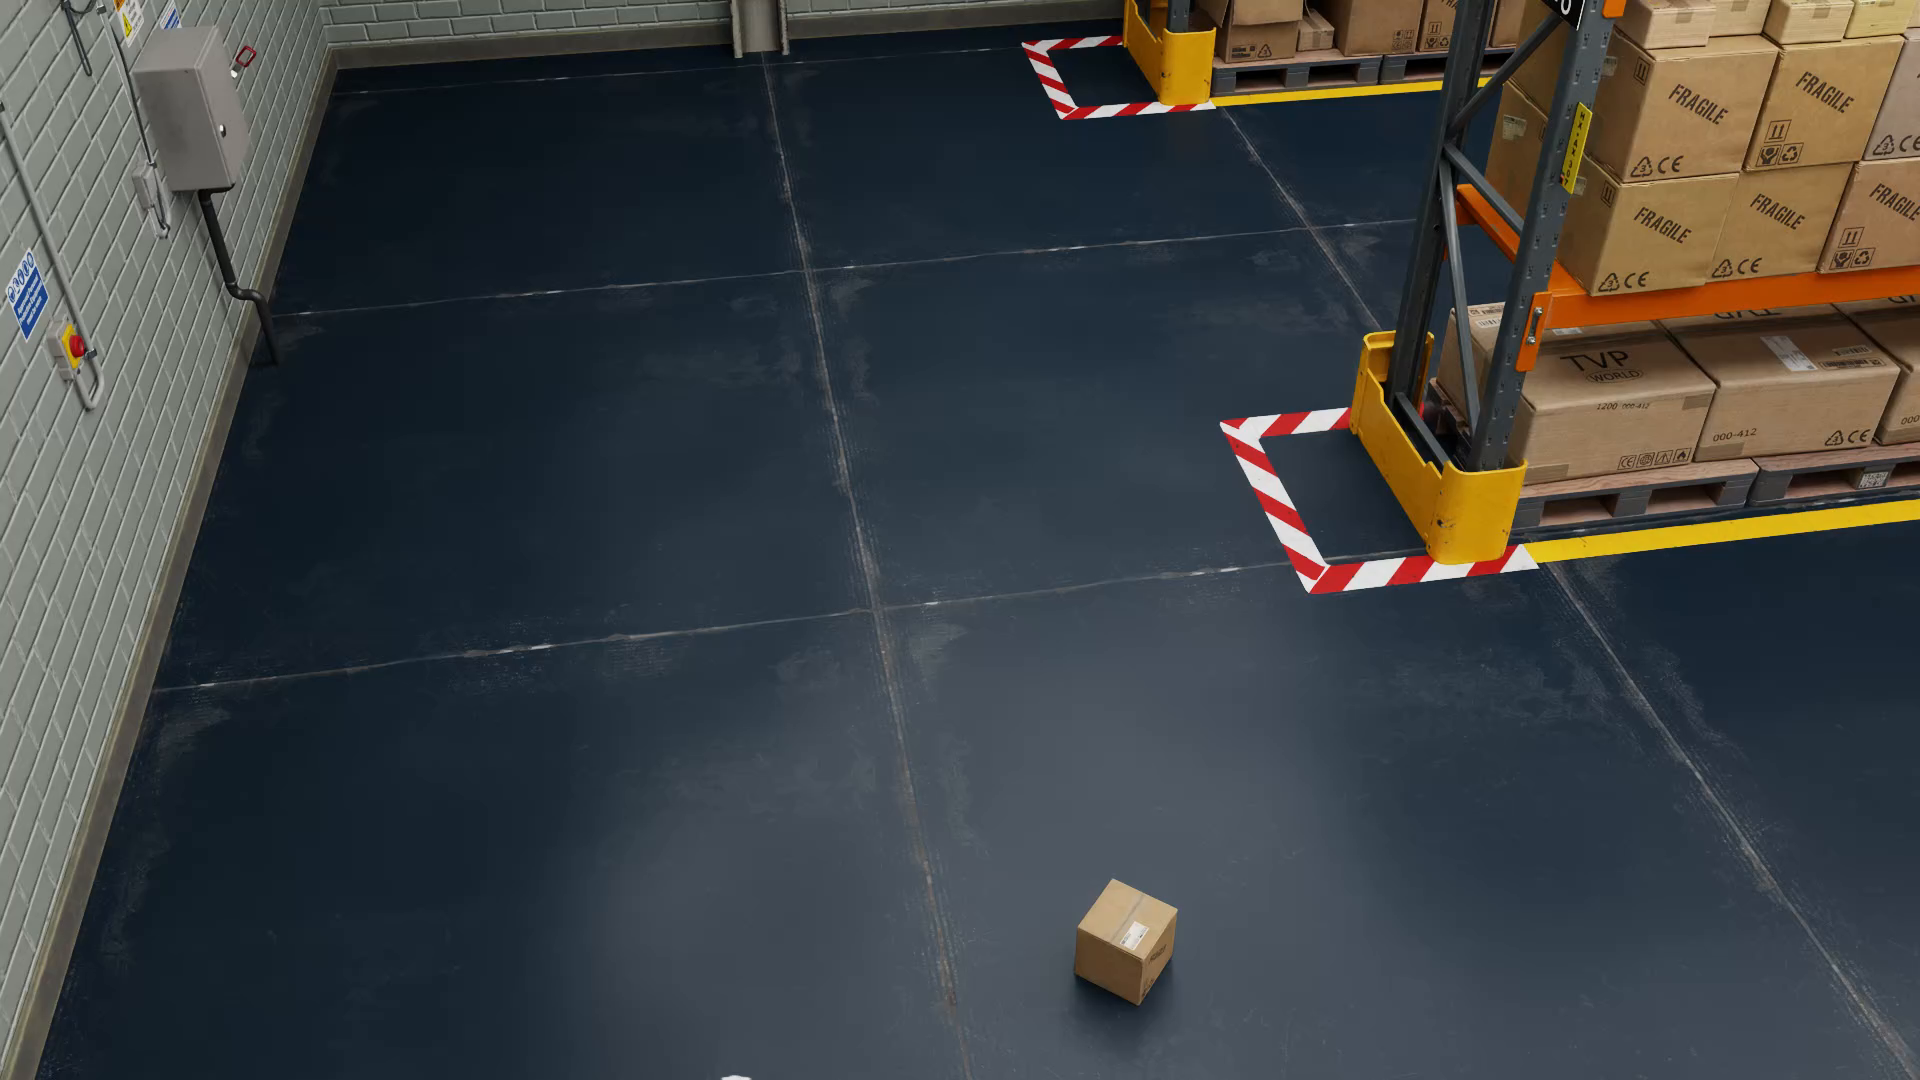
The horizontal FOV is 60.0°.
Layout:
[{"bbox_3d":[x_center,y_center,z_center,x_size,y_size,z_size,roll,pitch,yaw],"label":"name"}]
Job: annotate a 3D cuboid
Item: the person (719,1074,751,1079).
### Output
[{"bbox_3d":[-0.499,1.829,3.837,0.558,1.723,1.071,17,41,20],"label":"person"}]
